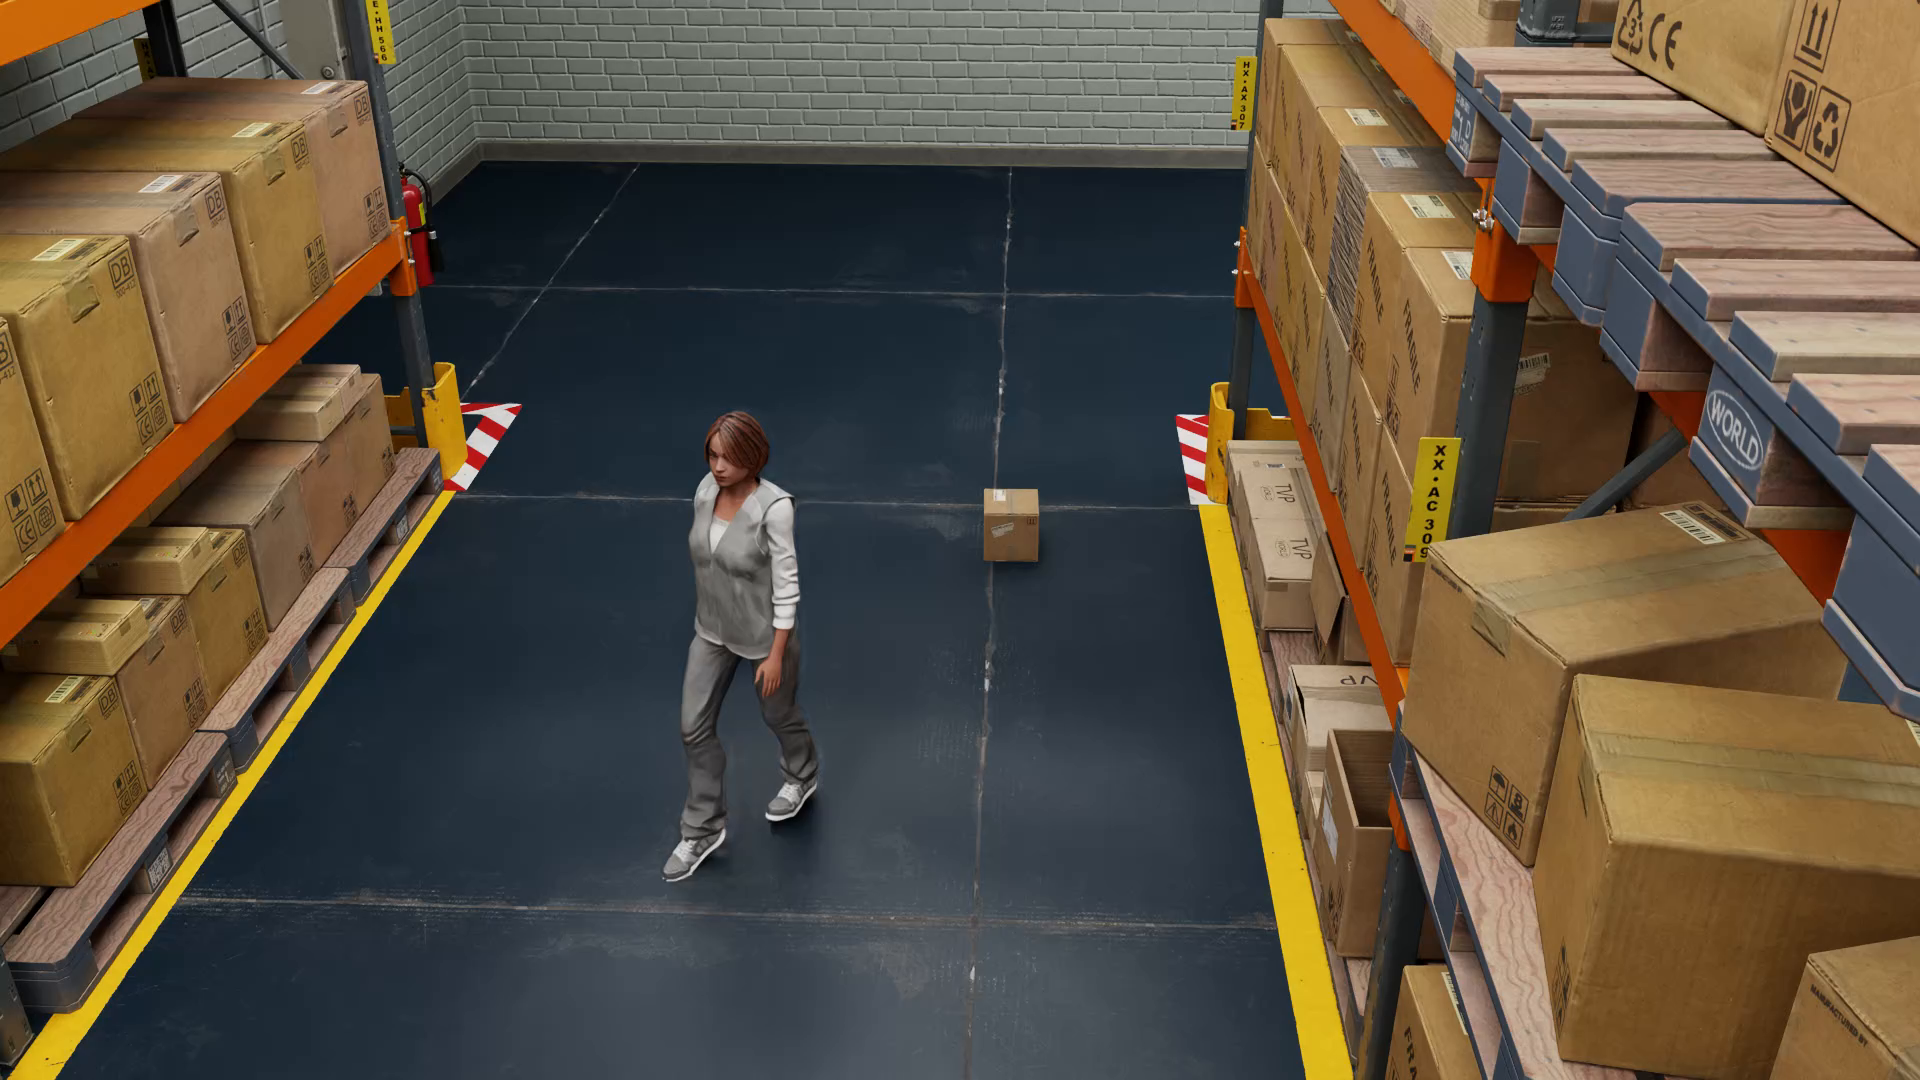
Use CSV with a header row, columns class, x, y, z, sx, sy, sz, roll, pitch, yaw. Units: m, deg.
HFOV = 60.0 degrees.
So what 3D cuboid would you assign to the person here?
class,x,y,z,sx,sy,sz,roll,pitch,yaw
person,-0.722,0.348,5.491,0.449,1.621,0.675,14,31,24
